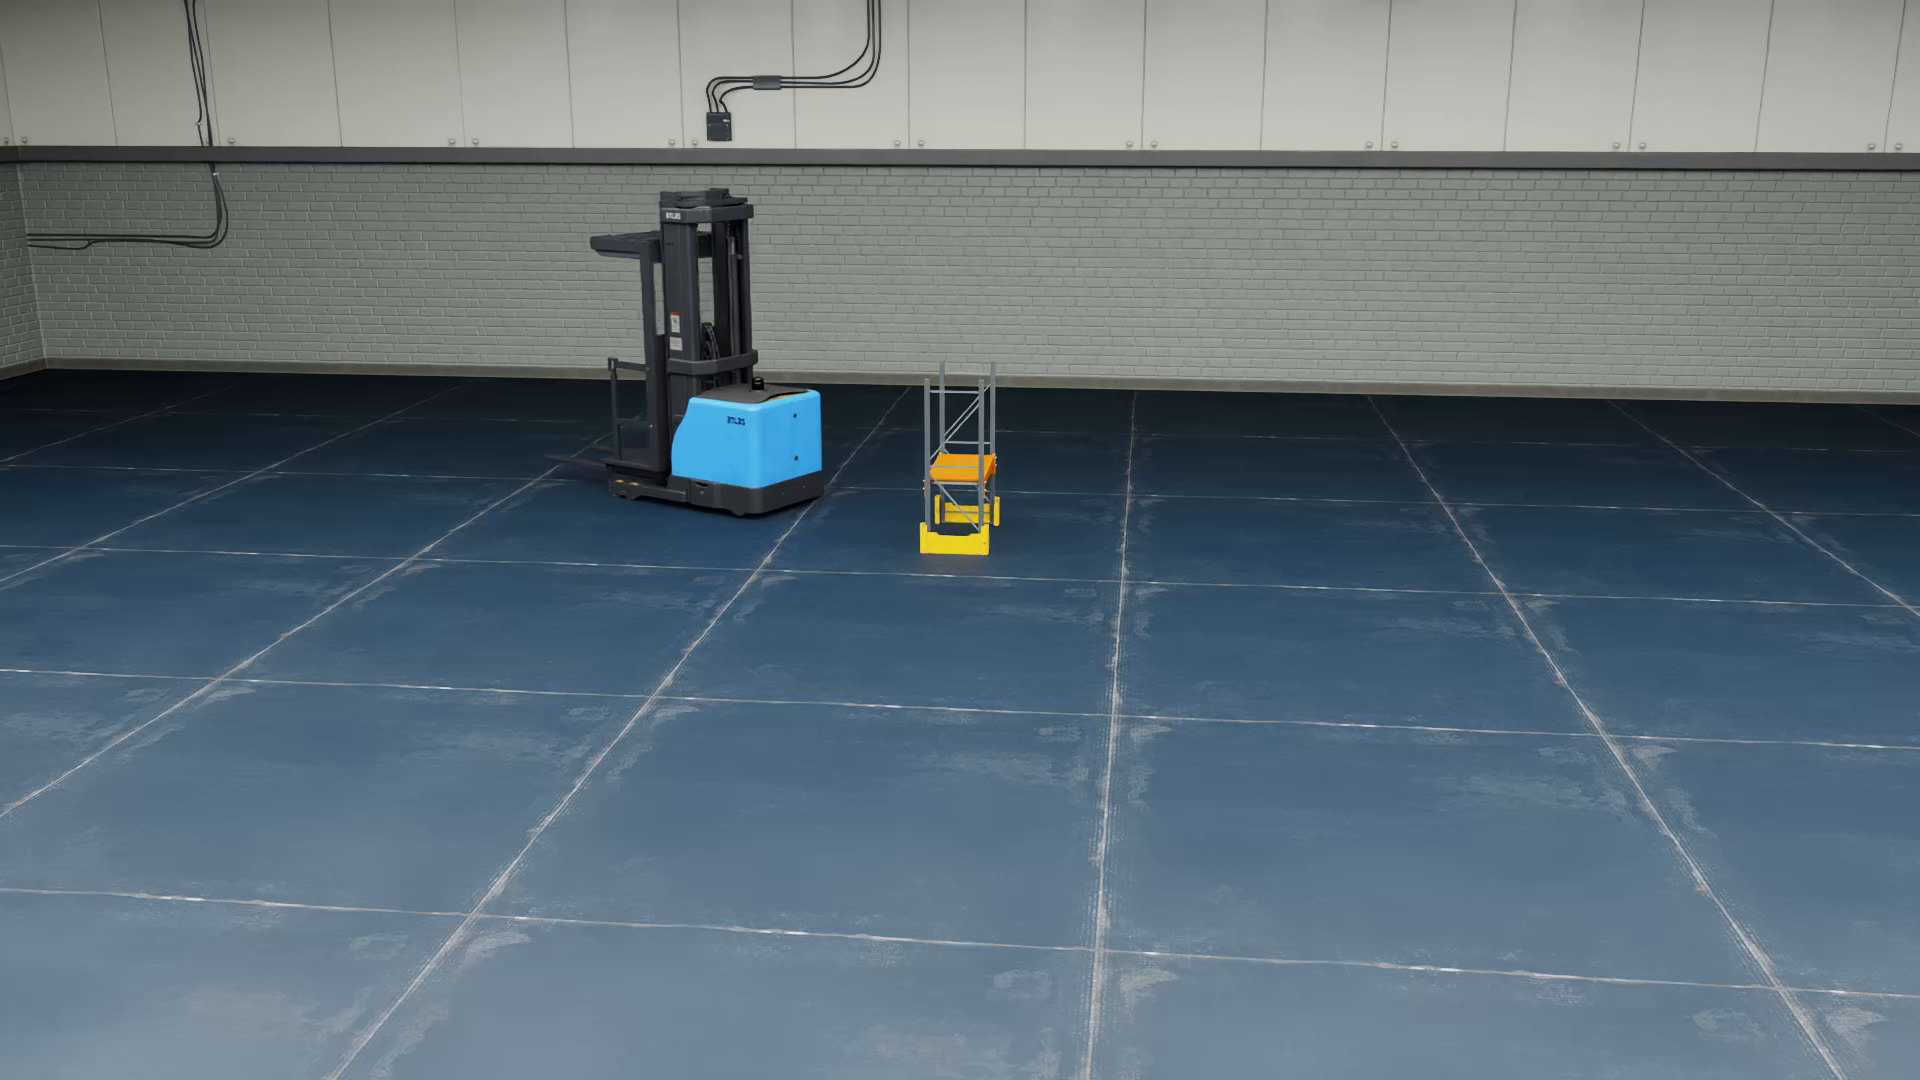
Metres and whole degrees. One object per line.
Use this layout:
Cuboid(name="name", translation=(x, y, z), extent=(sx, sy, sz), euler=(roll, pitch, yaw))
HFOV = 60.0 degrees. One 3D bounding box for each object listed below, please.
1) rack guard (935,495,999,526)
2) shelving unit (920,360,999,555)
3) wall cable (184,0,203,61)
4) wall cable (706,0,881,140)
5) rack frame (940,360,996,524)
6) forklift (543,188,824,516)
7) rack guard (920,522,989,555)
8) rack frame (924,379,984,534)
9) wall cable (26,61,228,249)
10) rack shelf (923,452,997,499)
Cuboid(name="rack guard", translation=(0.065, -0.270, 15.180), extent=(0.587, 0.250, 0.087), euler=(2, 15, 6))
Cuboid(name="shelving unit", translation=(0.009, -0.744, 14.539), extent=(0.587, 1.500, 1.083), euler=(2, 15, 6))
Cuboid(name="wall cable", translation=(-8.899, -7.600, 21.803), extent=(3.097, 2.526, 0.112), euler=(2, 15, 6))
Cuboid(name="wall cable", translation=(-2.156, -8.099, 20.859), extent=(2.305, 6.003, 0.169), euler=(2, 15, 6))
Cuboid(name="rack frame", translation=(0.067, -0.878, 15.036), extent=(0.500, 1.500, 0.032), euler=(2, 15, 6))
Cuboid(name="forklift", translation=(-2.820, -1.909, 16.108), extent=(3.031, 2.935, 1.130), euler=(10, 18, 33))
Cuboid(name="rack guard", translation=(-0.048, -0.011, 14.225), extent=(0.587, 0.250, 0.087), euler=(2, 15, 6))
Cuboid(name="rack frame", translation=(-0.048, -0.614, 14.061), extent=(0.500, 1.500, 0.032), euler=(2, 15, 6))
Cuboid(name="wall cable", translation=(-11.587, -5.242, 22.757), extent=(3.097, 2.526, 0.112), euler=(2, 15, 6))
Cuboid(name="rack shelf", translation=(0.010, -0.572, 14.595), extent=(0.538, 0.185, 1.000), euler=(2, 15, 6))
